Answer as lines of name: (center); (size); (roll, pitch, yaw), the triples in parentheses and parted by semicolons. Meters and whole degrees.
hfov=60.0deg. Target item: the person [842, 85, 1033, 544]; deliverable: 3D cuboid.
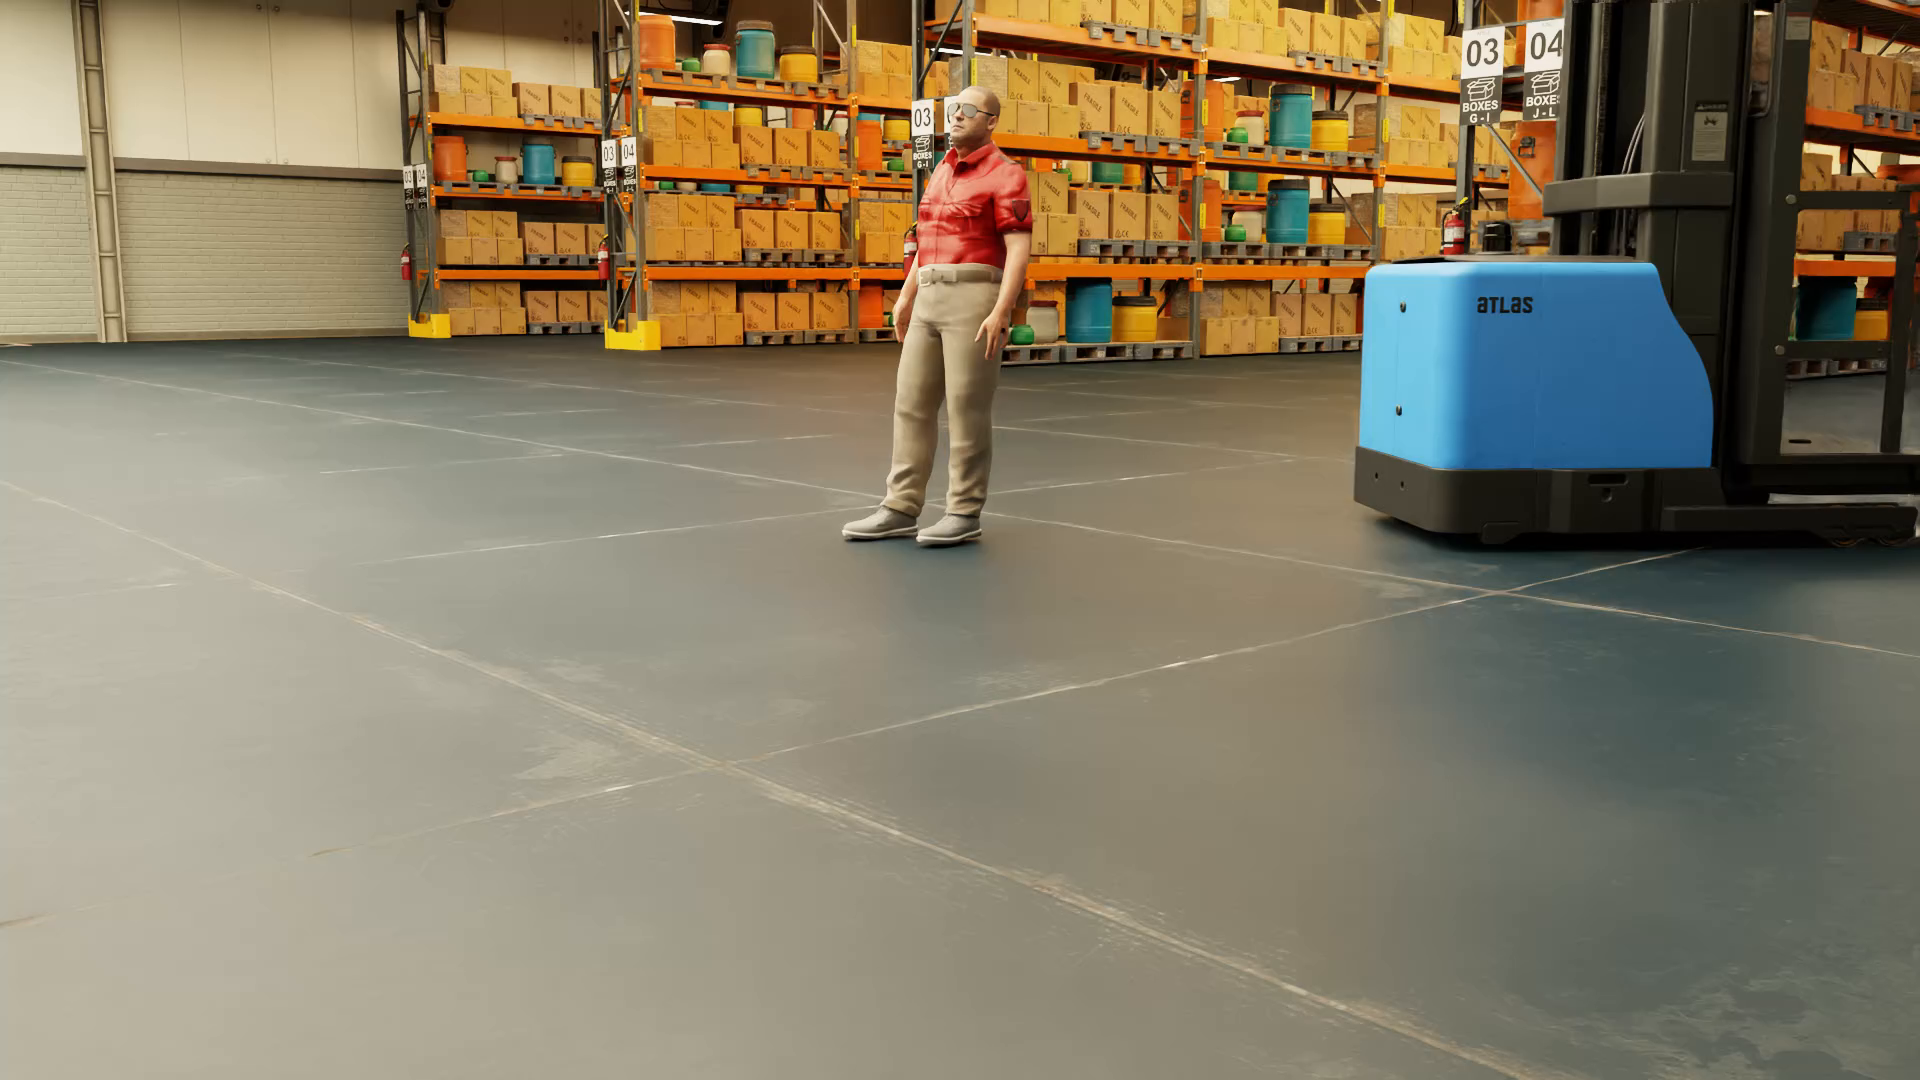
person: (-0.076, -0.852, 6.358); (0.551, 1.725, 0.640); (-8, 12, -40)

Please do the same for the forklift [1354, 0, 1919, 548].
forklift: (3.239, -1.498, 6.636); (3.031, 2.935, 1.130); (-1, 9, -5)
